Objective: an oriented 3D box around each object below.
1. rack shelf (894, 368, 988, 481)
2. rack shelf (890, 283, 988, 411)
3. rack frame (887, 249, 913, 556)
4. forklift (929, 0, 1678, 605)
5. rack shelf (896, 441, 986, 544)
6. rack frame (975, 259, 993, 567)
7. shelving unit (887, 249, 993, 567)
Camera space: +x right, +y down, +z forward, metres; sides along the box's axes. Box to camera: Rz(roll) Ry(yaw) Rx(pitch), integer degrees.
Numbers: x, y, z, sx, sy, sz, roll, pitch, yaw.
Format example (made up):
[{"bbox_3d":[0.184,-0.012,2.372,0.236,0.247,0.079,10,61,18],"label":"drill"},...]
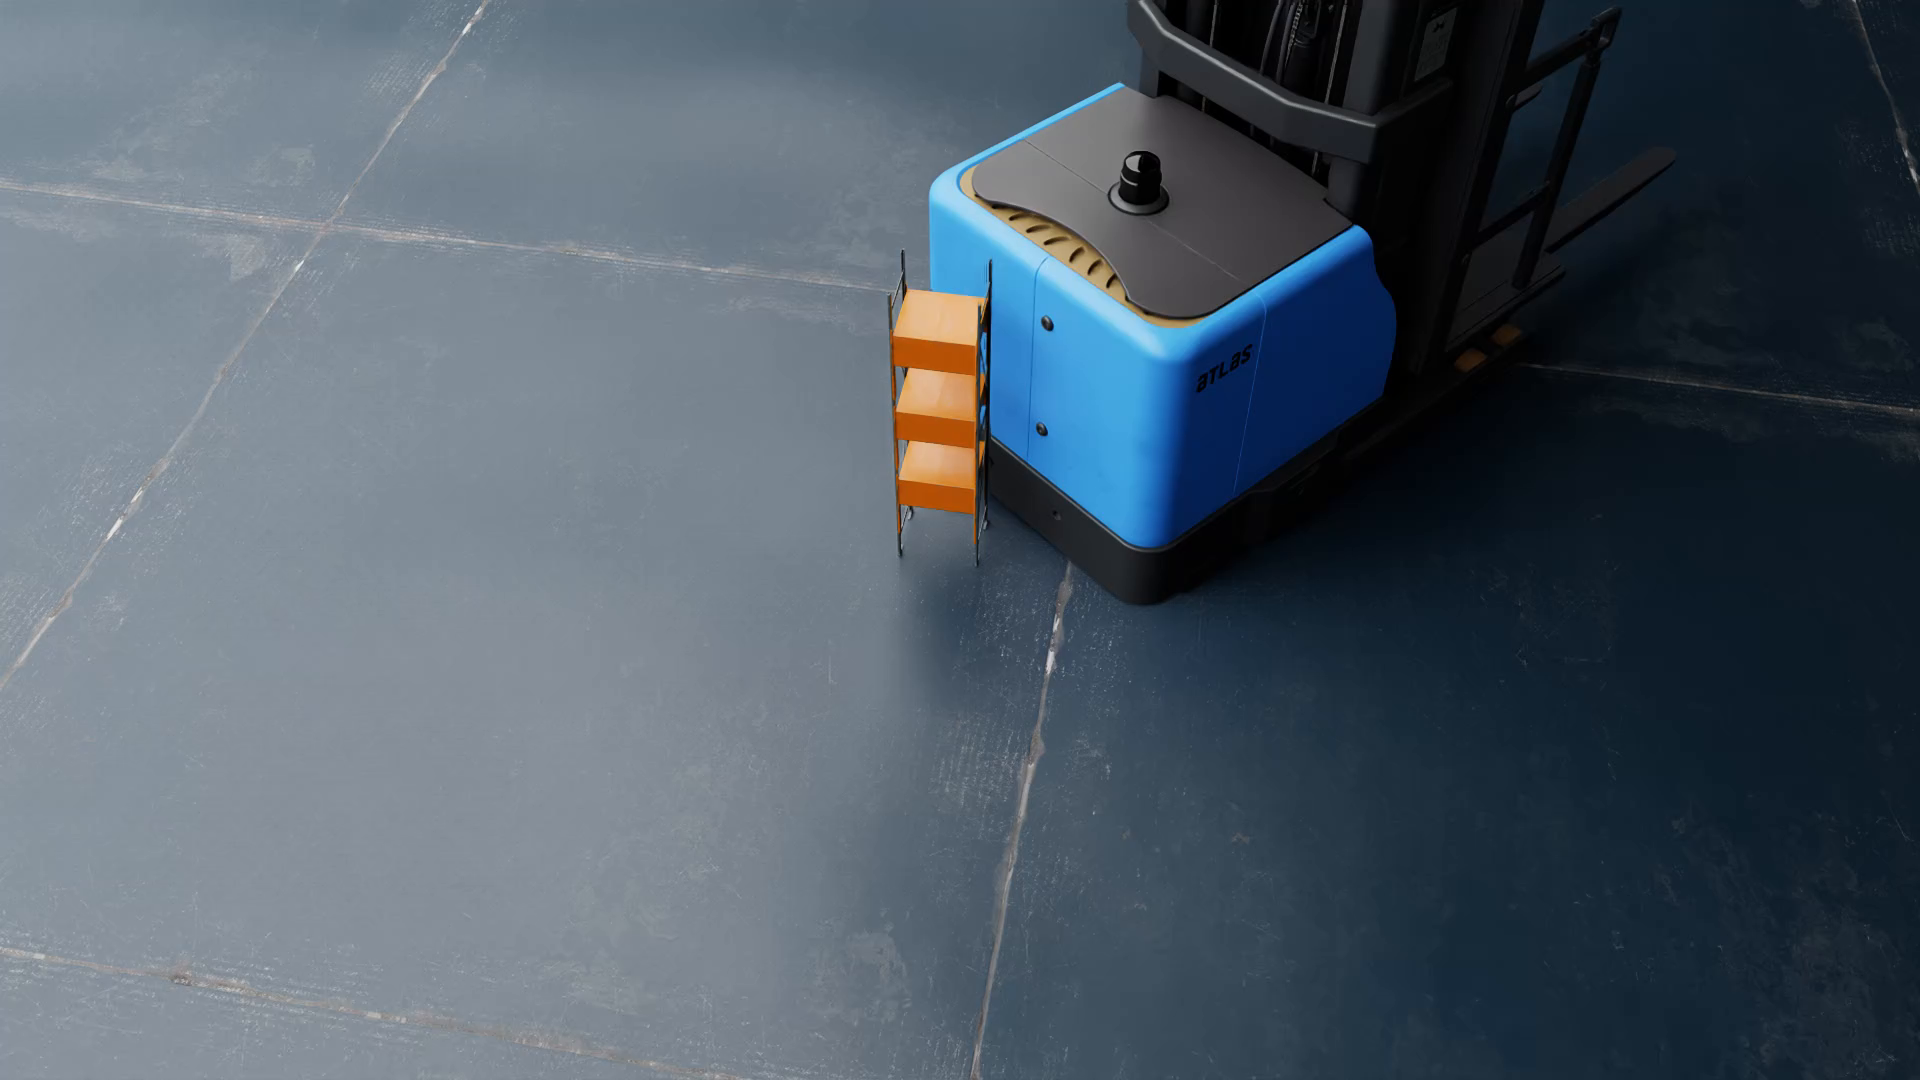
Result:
[{"bbox_3d":[-0.053,-0.351,4.874,0.240,0.259,0.215,8,49,7],"label":"rack shelf"},{"bbox_3d":[-0.053,-0.541,4.663,0.240,0.259,0.215,8,49,7],"label":"rack shelf"},{"bbox_3d":[-0.173,-0.374,4.880,0.008,1.050,0.200,8,49,7],"label":"rack frame"},{"bbox_3d":[1.340,-1.736,4.839,3.031,2.935,1.130,-33,56,-26],"label":"forklift"},{"bbox_3d":[-0.053,-0.165,5.080,0.240,0.259,0.215,8,49,7],"label":"rack shelf"},{"bbox_3d":[0.067,-0.342,4.851,0.008,1.050,0.200,8,49,7],"label":"rack frame"},{"bbox_3d":[-0.053,-0.358,4.866,0.252,1.050,0.215,8,49,7],"label":"shelving unit"}]
